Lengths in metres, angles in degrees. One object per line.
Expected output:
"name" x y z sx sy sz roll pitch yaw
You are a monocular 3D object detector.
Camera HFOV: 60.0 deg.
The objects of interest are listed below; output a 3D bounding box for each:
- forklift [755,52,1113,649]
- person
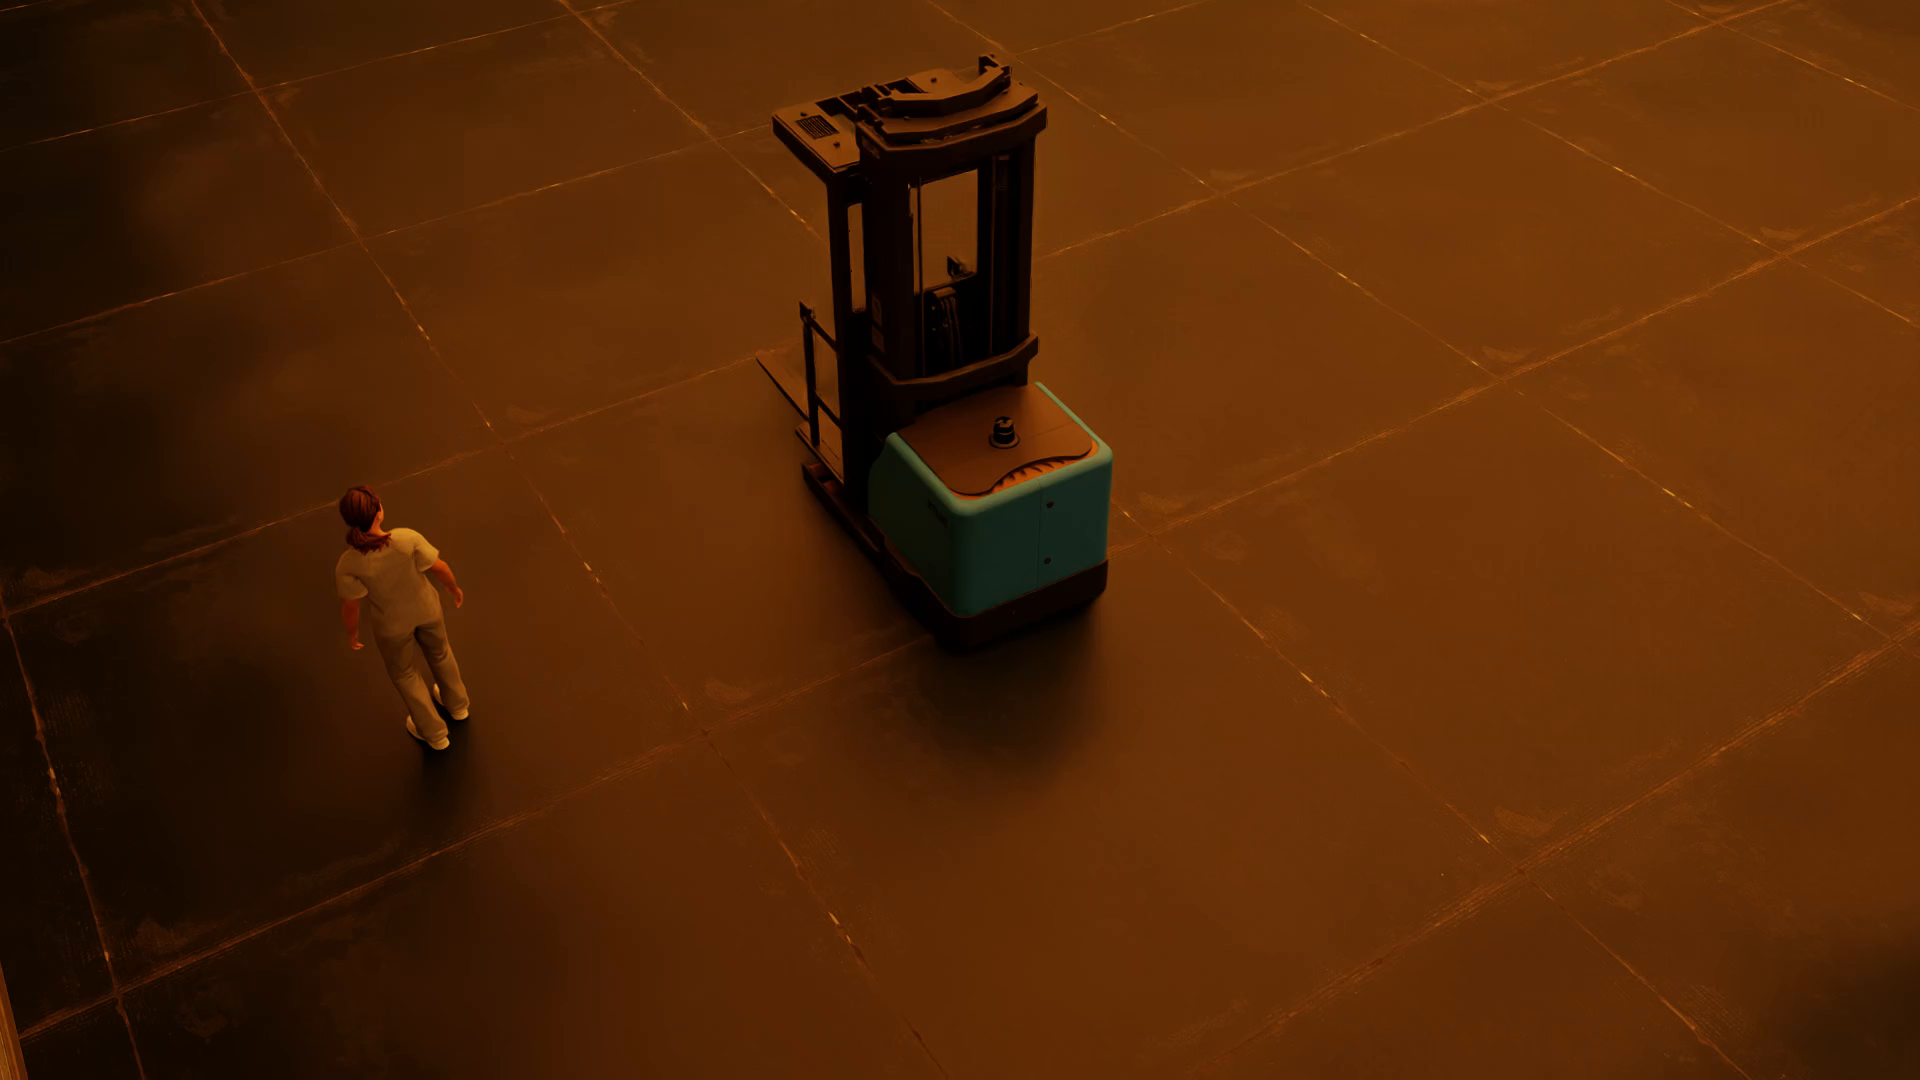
"forklift" -0.329 -1.450 9.530 1.130 2.935 3.031 -21 45 -22
"person" -2.829 0.357 8.424 0.607 1.667 0.446 -27 48 -28
